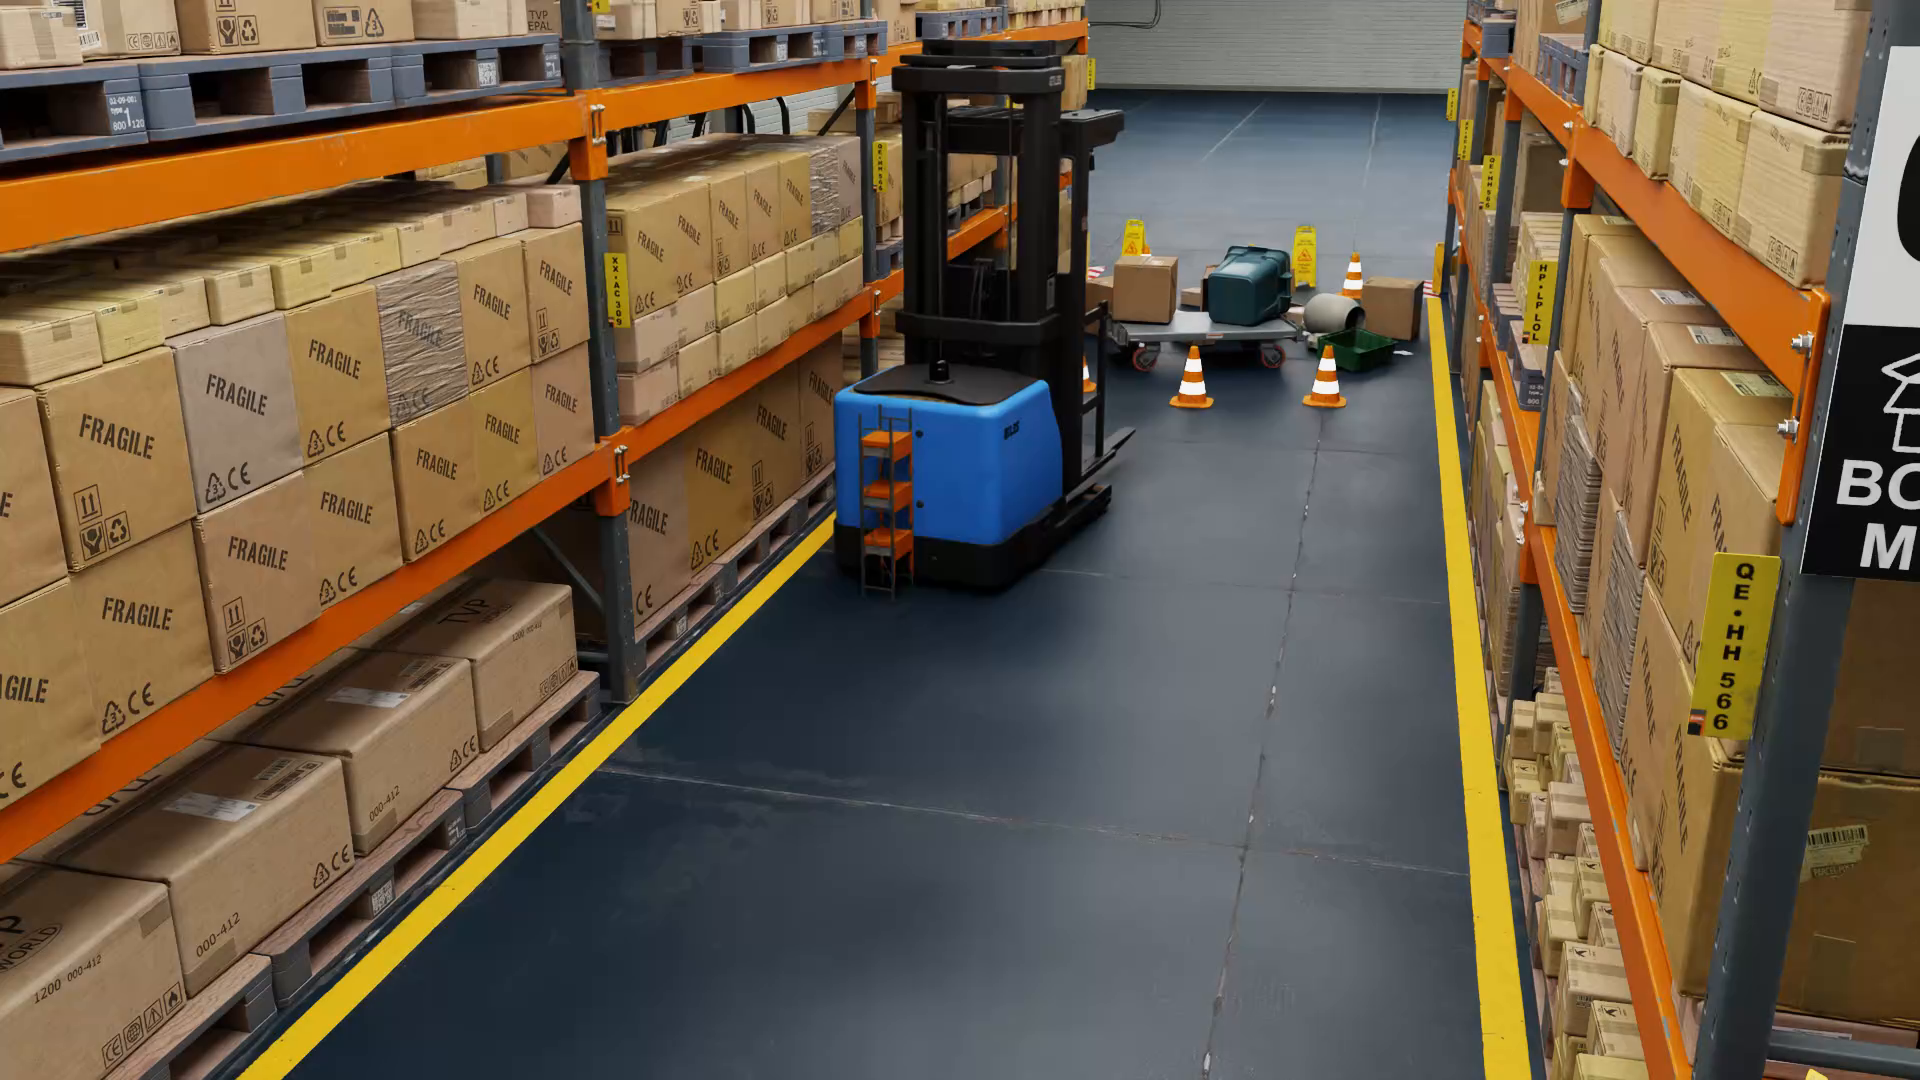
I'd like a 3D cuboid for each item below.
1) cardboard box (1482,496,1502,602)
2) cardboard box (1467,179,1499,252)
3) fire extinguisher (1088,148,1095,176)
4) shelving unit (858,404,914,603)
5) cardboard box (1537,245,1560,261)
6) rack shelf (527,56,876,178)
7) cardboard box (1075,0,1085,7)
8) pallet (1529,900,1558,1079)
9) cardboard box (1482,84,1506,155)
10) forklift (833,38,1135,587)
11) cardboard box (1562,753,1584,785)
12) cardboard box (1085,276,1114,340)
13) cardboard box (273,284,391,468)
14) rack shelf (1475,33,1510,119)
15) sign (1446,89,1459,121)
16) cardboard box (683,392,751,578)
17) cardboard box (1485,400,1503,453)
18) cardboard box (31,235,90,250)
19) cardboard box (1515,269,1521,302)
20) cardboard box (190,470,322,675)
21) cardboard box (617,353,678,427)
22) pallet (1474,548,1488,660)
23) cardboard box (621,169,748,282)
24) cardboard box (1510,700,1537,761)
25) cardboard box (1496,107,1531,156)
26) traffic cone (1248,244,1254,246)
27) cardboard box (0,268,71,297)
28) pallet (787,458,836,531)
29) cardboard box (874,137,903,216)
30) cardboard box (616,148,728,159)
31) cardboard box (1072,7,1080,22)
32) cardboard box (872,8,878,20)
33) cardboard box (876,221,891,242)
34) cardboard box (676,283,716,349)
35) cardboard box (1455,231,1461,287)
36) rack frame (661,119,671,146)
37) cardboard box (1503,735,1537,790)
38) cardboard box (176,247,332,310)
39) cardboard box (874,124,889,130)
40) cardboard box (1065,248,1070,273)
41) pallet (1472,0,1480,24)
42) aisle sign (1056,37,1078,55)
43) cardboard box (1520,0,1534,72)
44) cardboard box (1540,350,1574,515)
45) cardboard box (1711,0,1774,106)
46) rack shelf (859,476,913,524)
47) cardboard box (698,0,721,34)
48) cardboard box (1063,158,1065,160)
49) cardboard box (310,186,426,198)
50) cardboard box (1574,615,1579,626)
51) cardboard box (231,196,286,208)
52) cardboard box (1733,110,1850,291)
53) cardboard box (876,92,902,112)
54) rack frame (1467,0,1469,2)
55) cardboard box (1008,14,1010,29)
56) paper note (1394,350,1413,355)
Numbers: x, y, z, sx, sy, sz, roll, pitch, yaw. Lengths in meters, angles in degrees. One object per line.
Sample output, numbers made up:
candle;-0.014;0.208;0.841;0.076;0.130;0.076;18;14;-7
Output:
cardboard box;2.978;0.083;8.521;0.500;0.500;0.500;4;19;12
cardboard box;4.104;-2.424;12.490;0.500;0.500;0.500;5;19;13
fire extinguisher;1.368;-4.411;18.581;0.296;0.674;0.183;5;19;13
shelving unit;-0.404;-0.198;9.144;0.215;1.050;0.252;8;20;22
cardboard box;3.143;-1.401;8.468;0.380;0.149;0.250;5;20;15
rack shelf;-1.550;-2.393;9.025;1.077;0.370;4.000;5;19;13
cardboard box;1.030;-5.756;17.530;0.500;0.250;0.500;4;19;13
pallet;2.360;1.589;5.210;1.003;0.211;1.213;5;19;13
cardboard box;4.864;-3.530;13.980;0.875;0.550;0.550;5;19;13
forklift;0.330;-1.565;10.235;1.130;2.935;3.031;8;20;22
cardboard box;2.321;0.881;5.808;0.380;0.149;0.250;4;19;12
cardboard box;1.497;-2.241;15.972;0.500;0.500;0.500;-13;23;-34
cardboard box;-2.264;-0.563;5.493;0.500;0.500;0.500;5;19;14
rack shelf;4.252;-3.288;11.644;1.077;0.370;4.000;5;19;13
sign;5.181;-4.582;17.500;0.100;0.325;0.005;5;19;13
cardboard box;-1.751;-0.365;9.252;0.875;0.875;0.875;5;20;15
cardboard box;3.236;-0.596;9.350;0.500;0.250;0.500;4;19;13
cardboard box;-6.095;-2.053;10.748;0.797;0.503;0.637;4;19;12
cardboard box;3.393;-1.453;9.540;0.380;0.149;0.250;6;20;16
cardboard box;-2.382;0.073;5.179;0.500;0.500;0.500;5;19;13
cardboard box;-1.675;-0.733;7.926;0.500;0.250;0.500;4;19;12
pallet;3.271;0.364;8.795;1.003;0.211;1.213;5;19;13
cardboard box;-1.430;-1.641;8.651;0.500;0.500;0.500;4;19;12
cardboard box;2.387;0.770;6.593;0.380;0.149;0.250;6;20;16
cardboard box;4.501;-3.038;12.741;0.700;0.500;0.500;4;19;12
traffic cone;3.199;-3.030;18.343;0.336;0.463;0.334;5;19;13
cardboard box;-2.868;-0.710;4.921;0.380;0.149;0.250;4;19;13
pallet;-1.327;-0.380;10.974;1.003;0.211;1.213;5;19;13
cardboard box;-0.606;-2.614;11.936;0.500;0.500;0.500;6;20;16
cardboard box;-1.672;-2.009;9.727;0.500;0.500;0.500;5;20;15
cardboard box;1.048;-5.534;17.498;0.380;0.149;0.250;5;19;14
cardboard box;-0.757;-3.462;11.250;0.396;0.266;0.258;5;19;13
cardboard box;-0.700;-2.194;11.709;0.380;0.149;0.250;3;19;10
cardboard box;-1.557;-1.134;8.326;0.500;0.250;0.500;5;19;14
cardboard box;5.616;-3.065;17.156;0.875;0.875;0.875;5;19;14
rack frame;-3.921;-4.839;19.715;1.000;3.000;0.127;5;19;13
cardboard box;2.386;0.911;6.640;0.380;0.149;0.250;4;19;11
cardboard box;-2.241;-0.833;5.280;0.380;0.149;0.250;4;19;12
cardboard box;-0.848;-2.984;13.019;0.500;0.500;0.500;4;19;11
cardboard box;0.951;-3.064;18.121;0.500;0.250;0.500;5;19;13
pallet;5.251;-4.850;15.242;1.003;0.211;1.213;5;19;13
aisle sign;1.190;-5.675;18.140;0.394;0.787;0.004;5;19;13
cardboard box;3.251;-2.733;8.753;0.500;0.500;0.500;5;19;13
cardboard box;2.421;-0.381;6.046;0.500;0.500;0.500;4;19;12
cardboard box;1.798;-0.984;3.246;0.500;0.250;0.500;4;19;12
rack shelf;-0.404;-0.188;9.148;0.215;0.259;0.240;8;20;22
cardboard box;-1.390;-2.564;8.124;0.380;0.166;0.250;3;19;10
cardboard box;0.901;-4.288;17.486;0.500;0.500;0.500;5;19;14
cardboard box;-2.414;-1.355;6.807;0.380;0.149;0.250;5;19;14
cardboard box;2.197;0.187;5.388;0.380;0.149;0.250;5;19;14
cardboard box;-5.506;-2.615;12.662;0.500;0.250;0.500;5;19;13
cardboard box;1.663;-0.586;2.854;0.500;0.250;0.500;4;19;12
cardboard box;-0.542;-3.769;14.313;0.380;0.149;0.250;5;19;13
rack frame;5.718;-6.928;16.549;1.000;3.000;0.127;5;19;13
cardboard box;0.233;-4.574;14.687;0.380;0.149;0.250;4;19;13
paper note;4.027;-1.713;15.154;0.147;0.020;0.142;-9;21;-24
